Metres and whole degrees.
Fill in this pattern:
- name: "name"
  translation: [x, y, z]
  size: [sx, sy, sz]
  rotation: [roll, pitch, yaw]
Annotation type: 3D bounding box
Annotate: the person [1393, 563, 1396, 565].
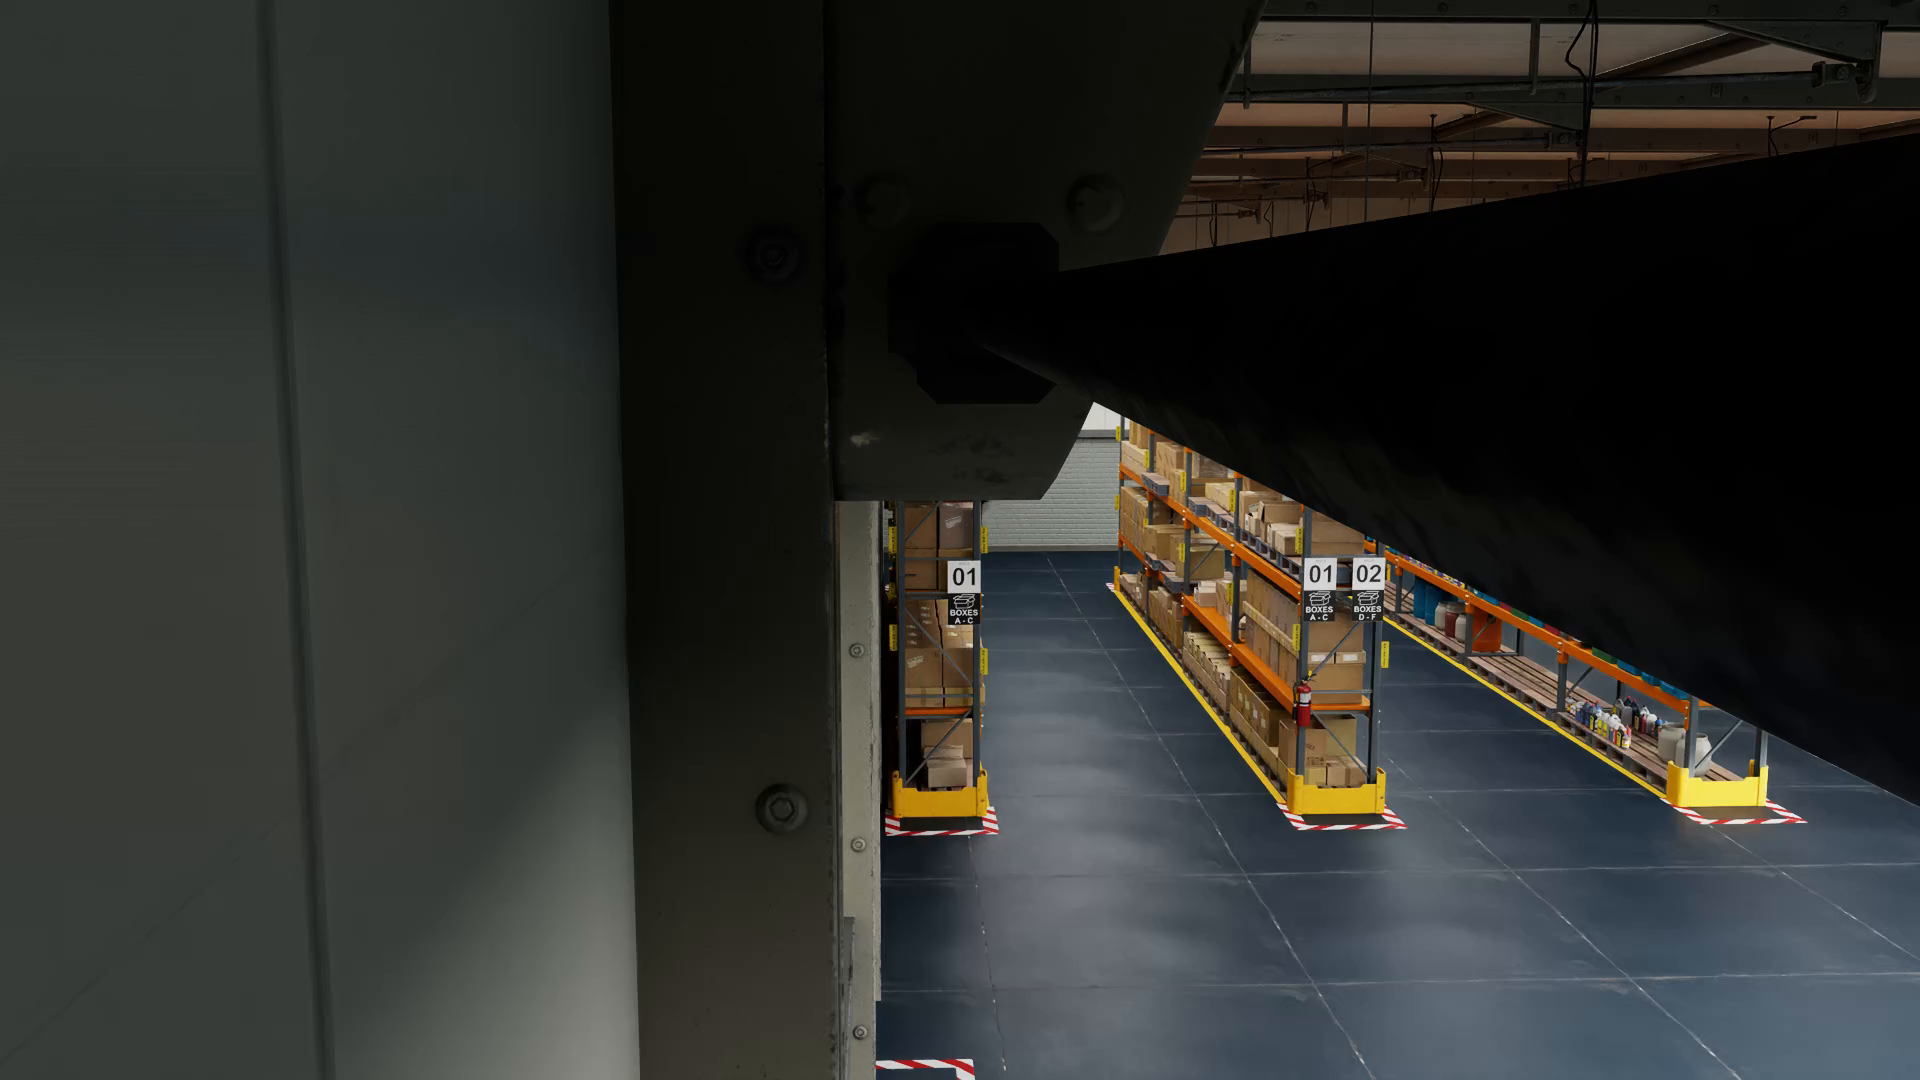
- name: "person"
  translation: [10.533, -0.041, 39.848]
  size: [0.704, 1.348, 0.595]
  rotation: [4, 9, 28]
